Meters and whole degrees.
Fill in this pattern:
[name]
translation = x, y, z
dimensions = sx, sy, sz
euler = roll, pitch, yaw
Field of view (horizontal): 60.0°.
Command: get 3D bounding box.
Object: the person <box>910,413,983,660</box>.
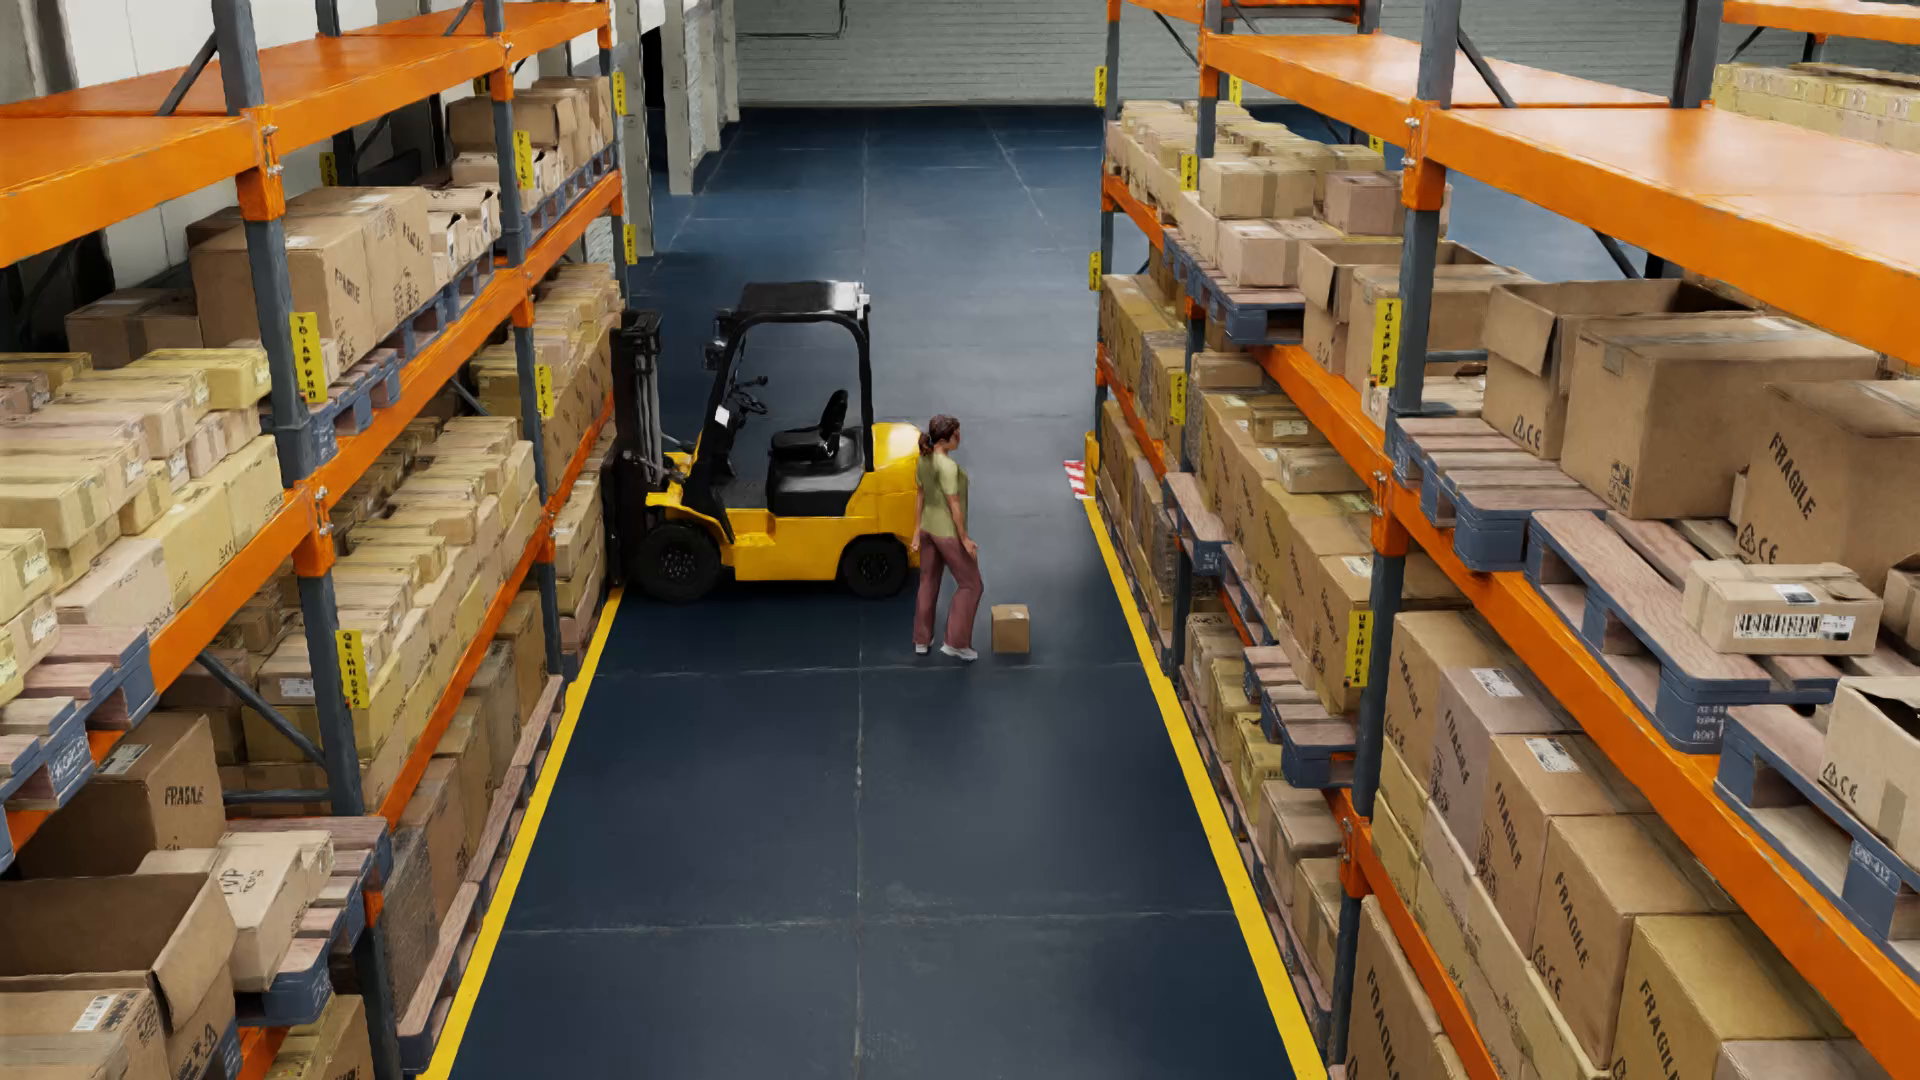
[person]
translation = -0.103, 0.002, 11.049
dimensions = 0.378, 1.672, 0.562
euler = -14, 25, -33
